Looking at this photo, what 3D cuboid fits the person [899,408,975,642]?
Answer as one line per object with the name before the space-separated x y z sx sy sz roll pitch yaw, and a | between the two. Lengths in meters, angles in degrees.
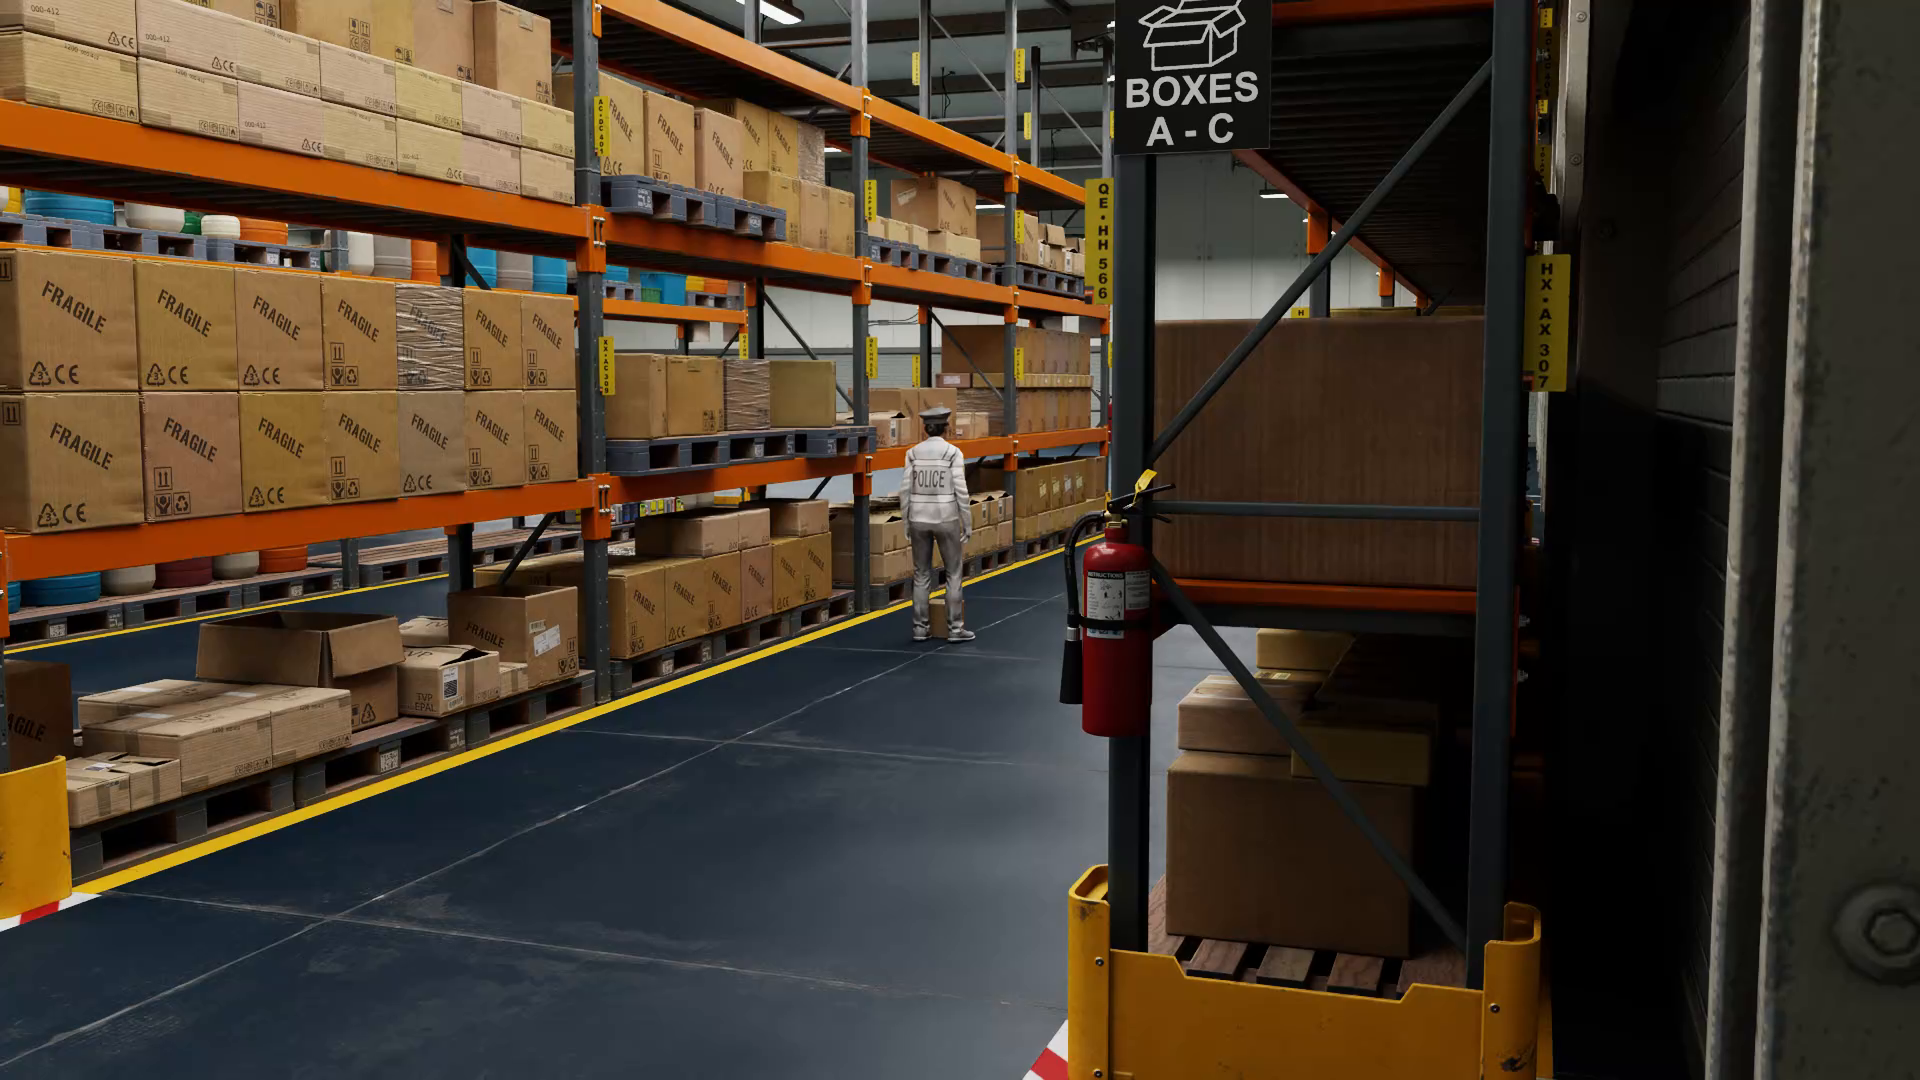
person | -0.170 -0.105 11.861 0.528 1.662 0.374 2 6 19
